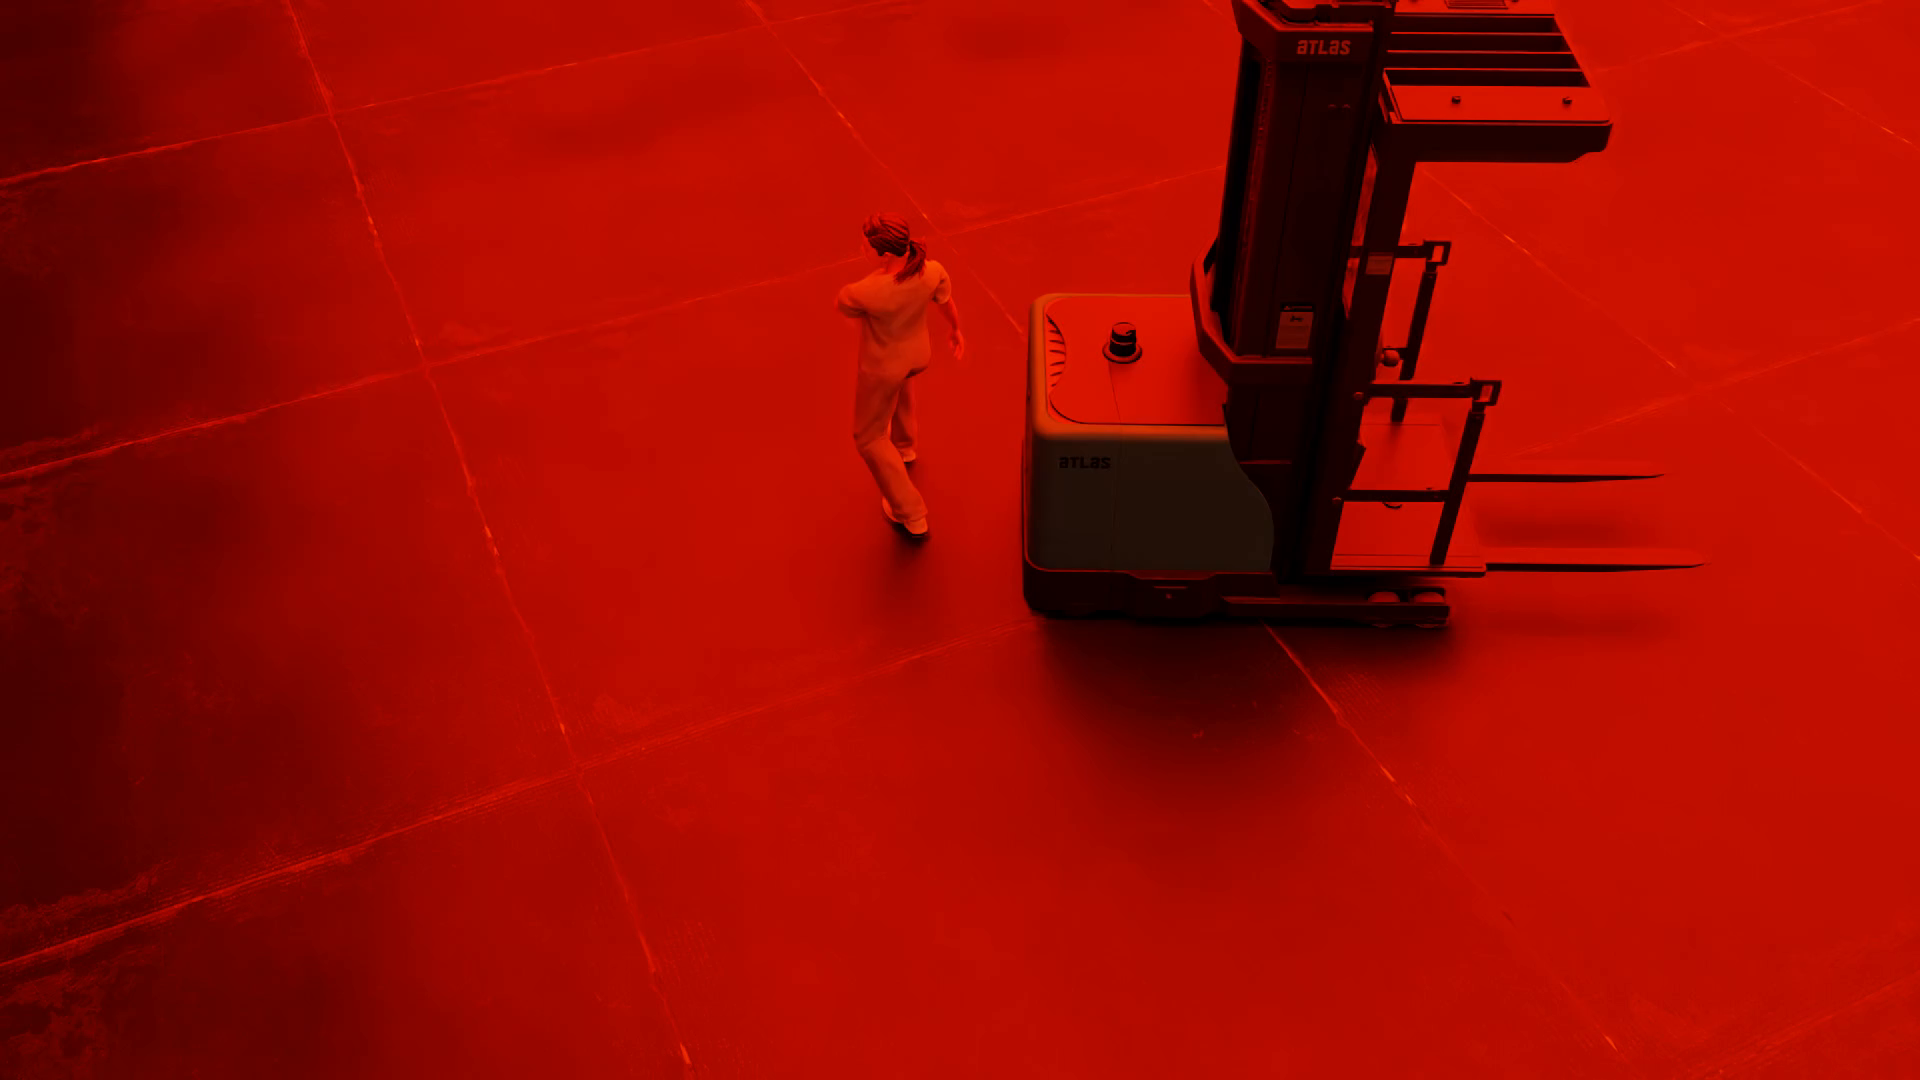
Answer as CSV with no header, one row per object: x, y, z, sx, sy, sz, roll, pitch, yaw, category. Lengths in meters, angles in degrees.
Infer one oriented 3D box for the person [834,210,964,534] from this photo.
-0.259,-0.872,7.609,0.614,1.578,0.759,-30,51,-28,person

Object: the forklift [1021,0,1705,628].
1.806,-1.050,6.805,3.031,2.935,1.130,1,43,1,forklift
